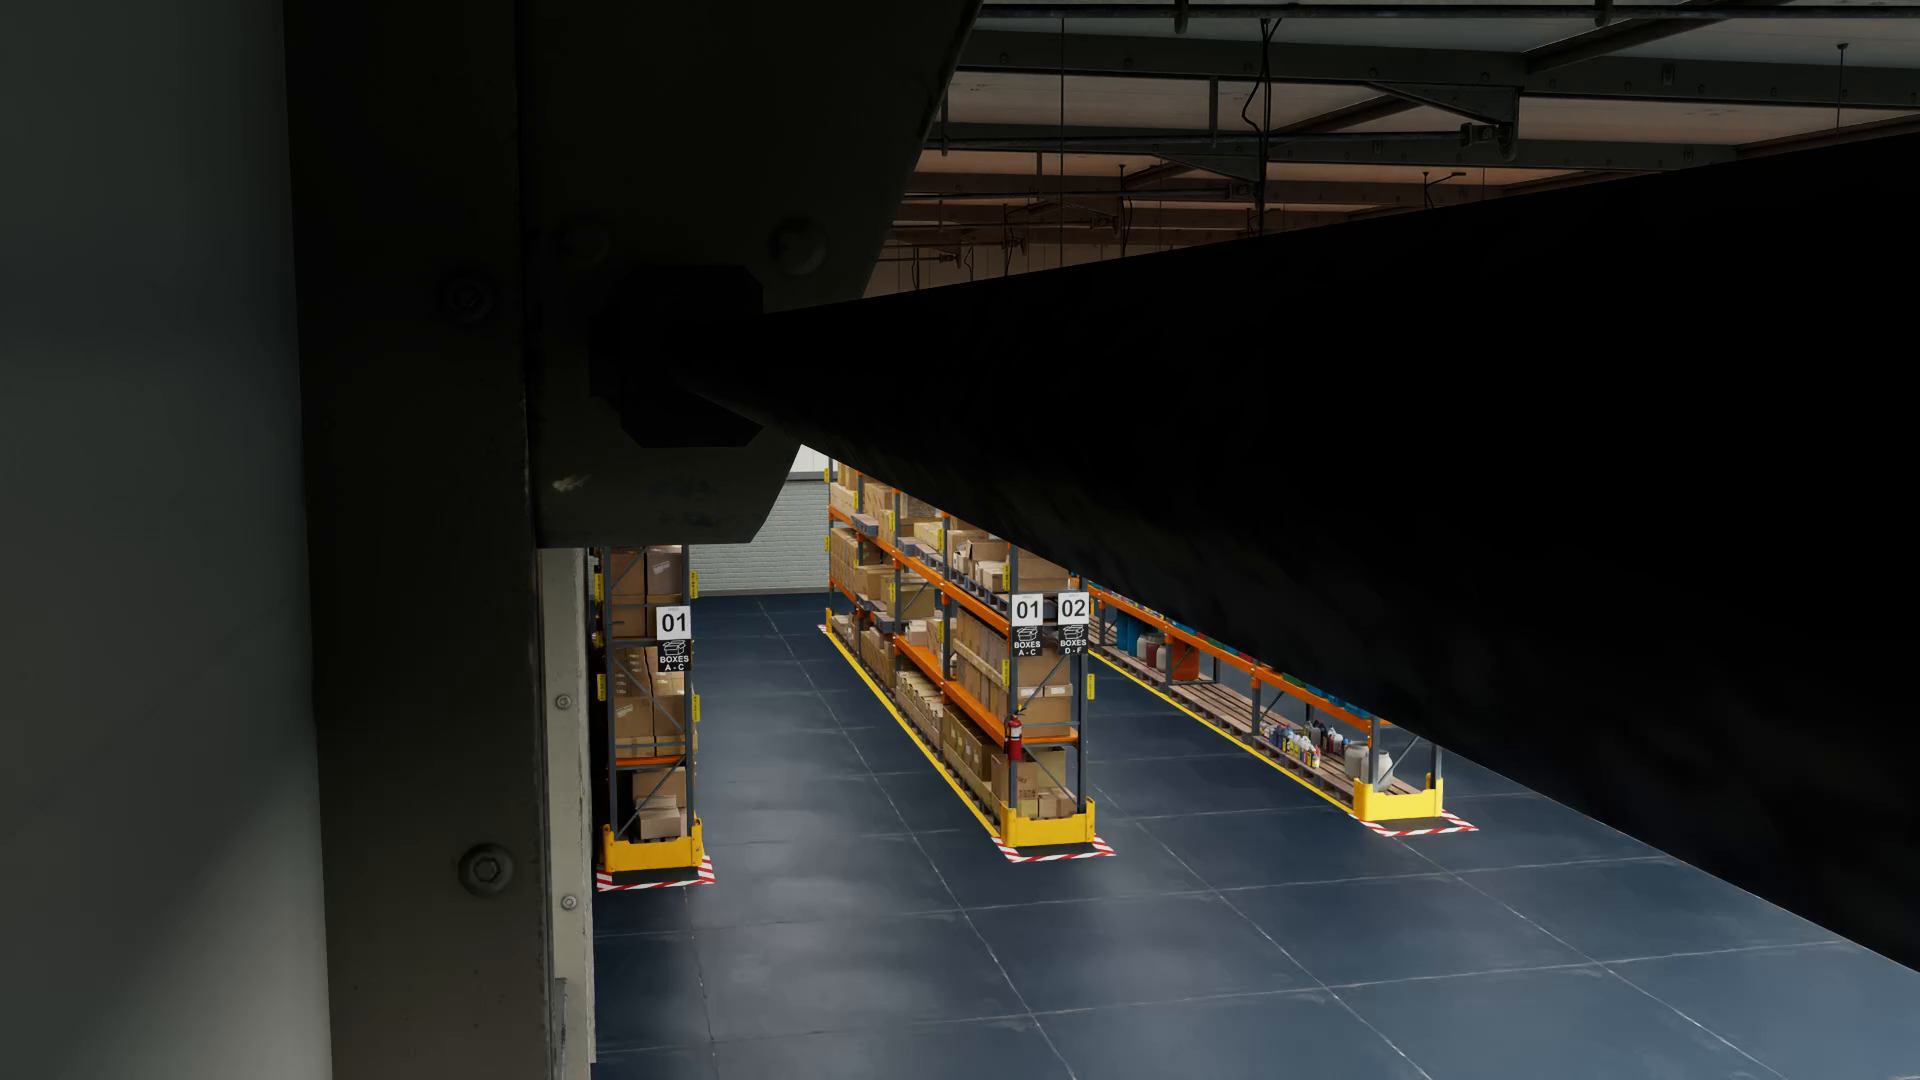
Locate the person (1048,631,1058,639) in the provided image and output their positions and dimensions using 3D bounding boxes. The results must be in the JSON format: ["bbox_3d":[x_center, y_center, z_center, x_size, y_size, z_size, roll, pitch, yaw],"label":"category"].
[{"bbox_3d":[1.903,1.445,33.865,0.653,1.811,0.748,2,7,14],"label":"person"}]
